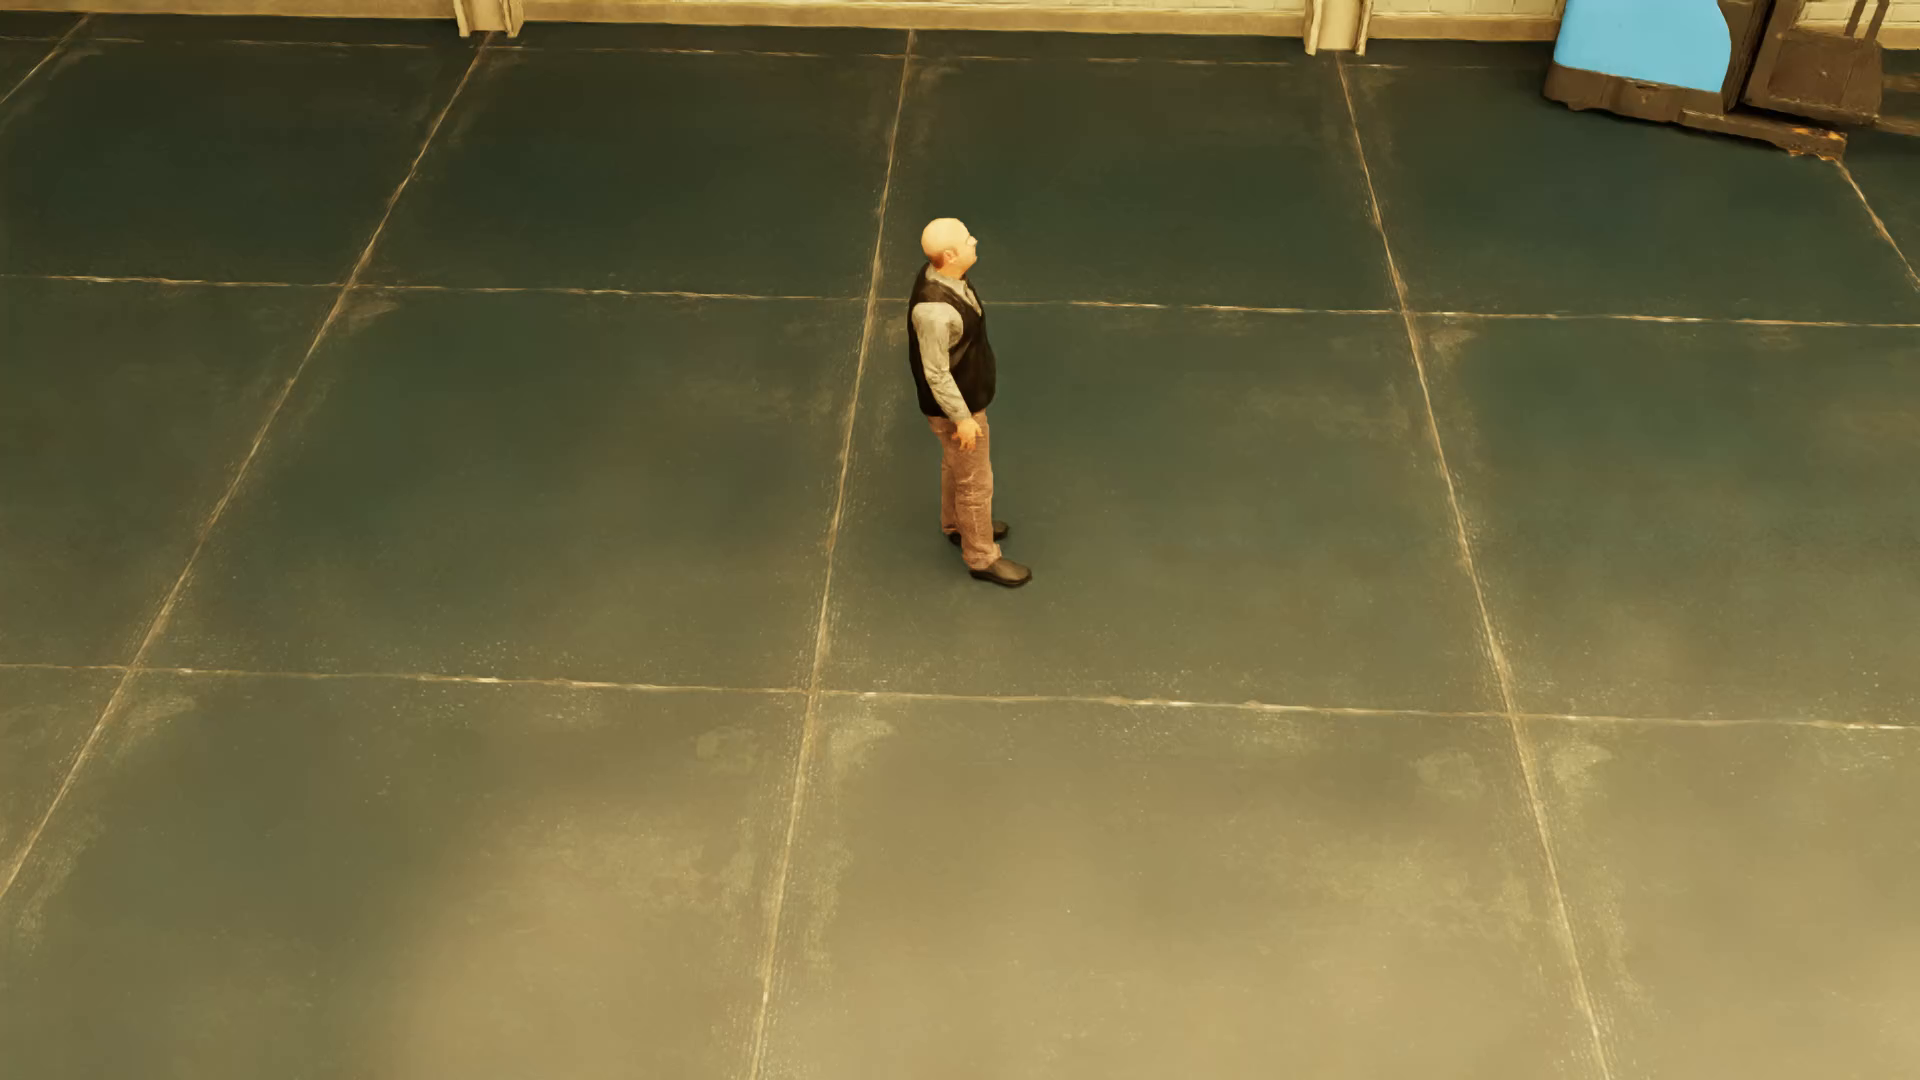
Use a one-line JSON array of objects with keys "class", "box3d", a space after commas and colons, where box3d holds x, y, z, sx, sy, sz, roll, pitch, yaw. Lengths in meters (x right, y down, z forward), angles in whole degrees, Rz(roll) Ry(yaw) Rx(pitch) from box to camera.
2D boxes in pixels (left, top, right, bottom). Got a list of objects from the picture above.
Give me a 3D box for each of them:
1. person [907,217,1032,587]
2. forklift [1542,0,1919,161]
[{"class": "person", "box3d": [0.062, -0.634, 7.323, 0.567, 1.720, 0.632, 2, 42, 2]}, {"class": "forklift", "box3d": [5.442, -3.896, 10.010, 3.031, 2.935, 1.130, 16, 45, 16]}]
